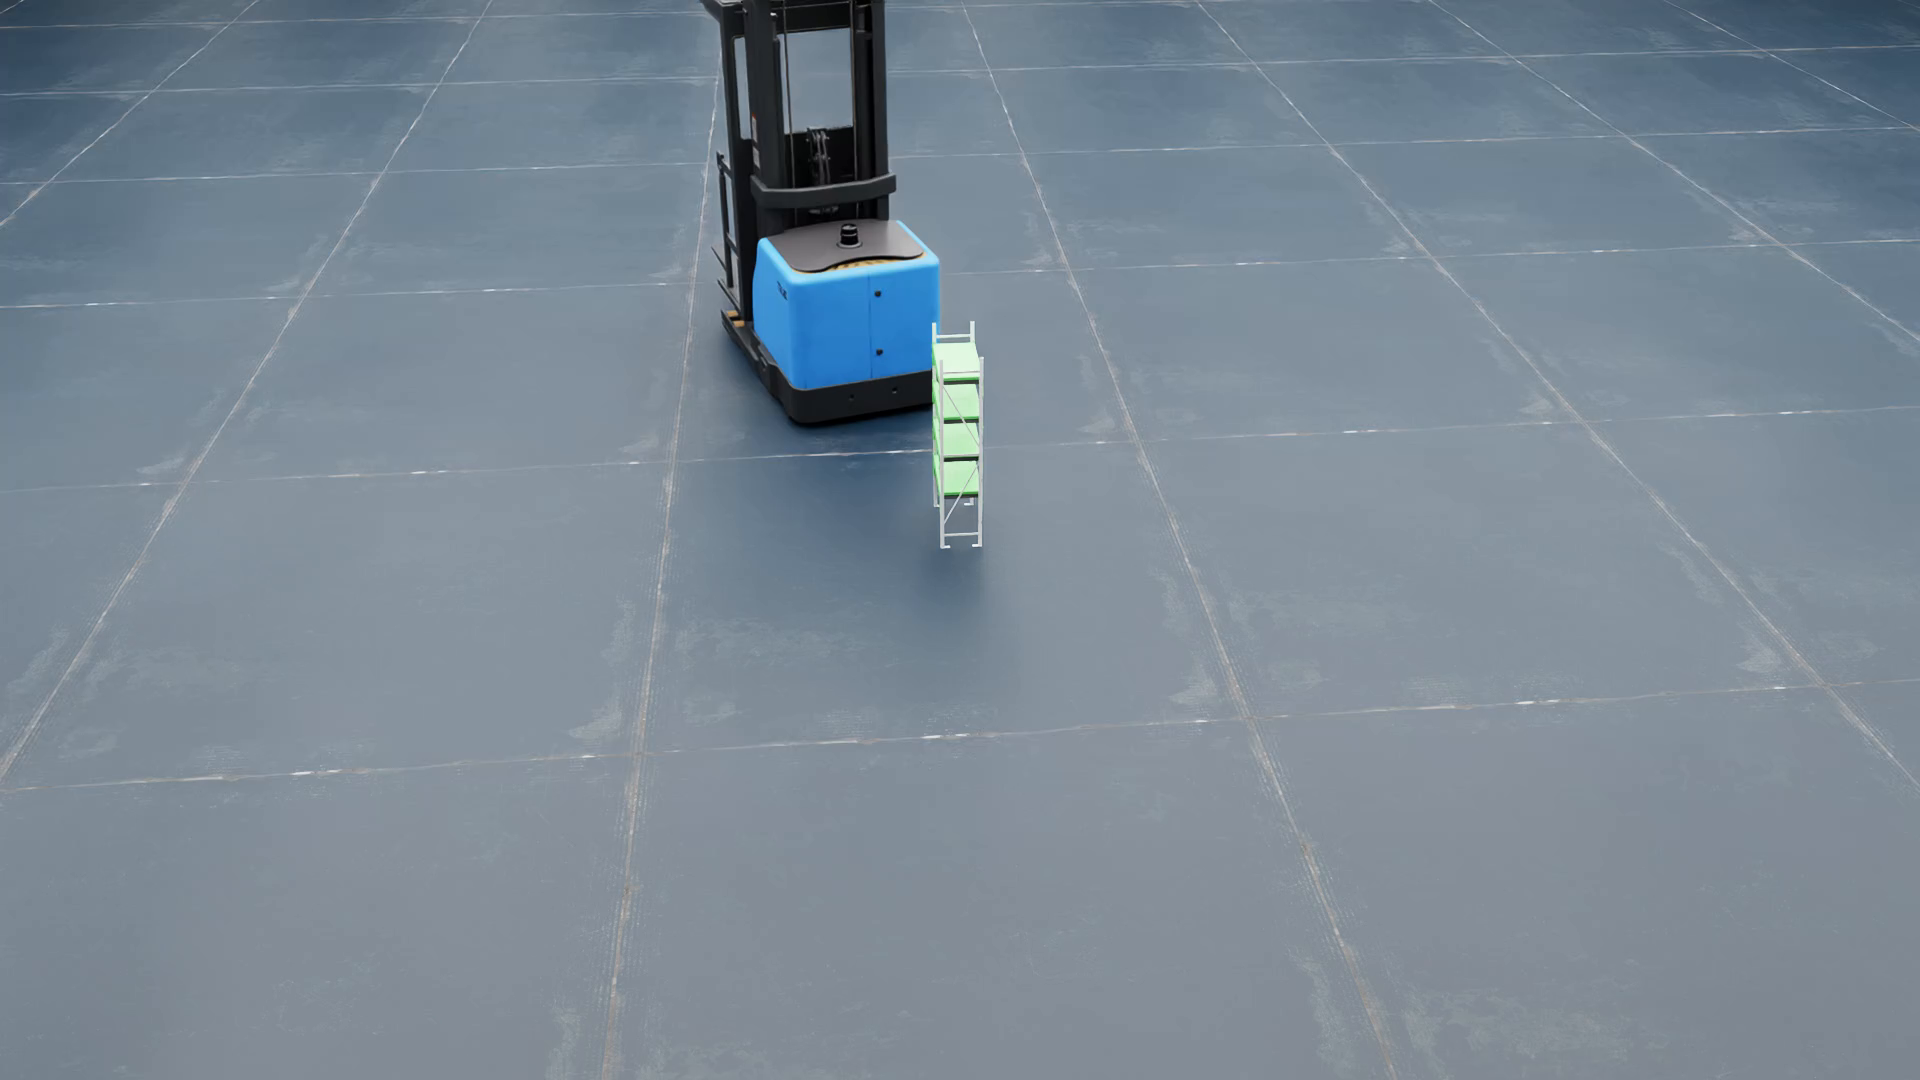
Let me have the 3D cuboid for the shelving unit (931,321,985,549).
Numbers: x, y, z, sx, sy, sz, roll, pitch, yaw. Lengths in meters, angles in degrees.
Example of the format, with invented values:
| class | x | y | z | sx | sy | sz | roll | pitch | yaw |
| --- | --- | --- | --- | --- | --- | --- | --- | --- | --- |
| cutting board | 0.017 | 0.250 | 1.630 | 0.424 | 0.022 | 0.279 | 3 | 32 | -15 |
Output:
| class | x | y | z | sx | sy | sz | roll | pitch | yaw |
| --- | --- | --- | --- | --- | --- | --- | --- | --- | --- |
| shelving unit | -0.015 | -0.600 | 9.584 | 0.258 | 1.200 | 0.503 | -3 | 31 | -5 |

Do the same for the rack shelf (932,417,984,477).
| class | x | y | z | sx | sy | sz | roll | pitch | yaw |
| --- | --- | --- | --- | --- | --- | --- | --- | --- | --- |
| rack shelf | -0.015 | -0.545 | 9.617 | 0.258 | 0.148 | 0.480 | -3 | 31 | -5 |

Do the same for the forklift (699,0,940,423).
| class | x | y | z | sx | sy | sz | roll | pitch | yaw |
| --- | --- | --- | --- | --- | --- | --- | --- | --- | --- |
| forklift | -1.120 | -2.766 | 11.523 | 1.130 | 2.935 | 3.031 | -11 | 33 | -18 |

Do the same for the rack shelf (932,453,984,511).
| class | x | y | z | sx | sy | sz | roll | pitch | yaw |
| --- | --- | --- | --- | --- | --- | --- | --- | --- | --- |
| rack shelf | -0.015 | -0.339 | 9.740 | 0.258 | 0.148 | 0.480 | -3 | 31 | -5 |

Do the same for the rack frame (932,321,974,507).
| class | x | y | z | sx | sy | sz | roll | pitch | yaw |
| --- | --- | --- | --- | --- | --- | --- | --- | --- | --- |
| rack frame | -0.038 | -0.724 | 9.792 | 0.240 | 1.200 | 0.015 | -3 | 31 | -5 |

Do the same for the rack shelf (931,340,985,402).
| class | x | y | z | sx | sy | sz | roll | pitch | yaw |
| --- | --- | --- | --- | --- | --- | --- | --- | --- | --- |
| rack shelf | -0.015 | -0.957 | 9.370 | 0.258 | 0.148 | 0.480 | -3 | 31 | -5 |

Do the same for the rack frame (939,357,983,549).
| class | x | y | z | sx | sy | sz | roll | pitch | yaw |
| --- | --- | --- | --- | --- | --- | --- | --- | --- | --- |
| rack frame | 0.007 | -0.475 | 9.375 | 0.240 | 1.200 | 0.015 | -3 | 31 | -5 |

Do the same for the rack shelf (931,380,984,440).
| class | x | y | z | sx | sy | sz | roll | pitch | yaw |
| --- | --- | --- | --- | --- | --- | --- | --- | --- | --- |
| rack shelf | -0.015 | -0.751 | 9.494 | 0.258 | 0.148 | 0.480 | -3 | 31 | -5 |
